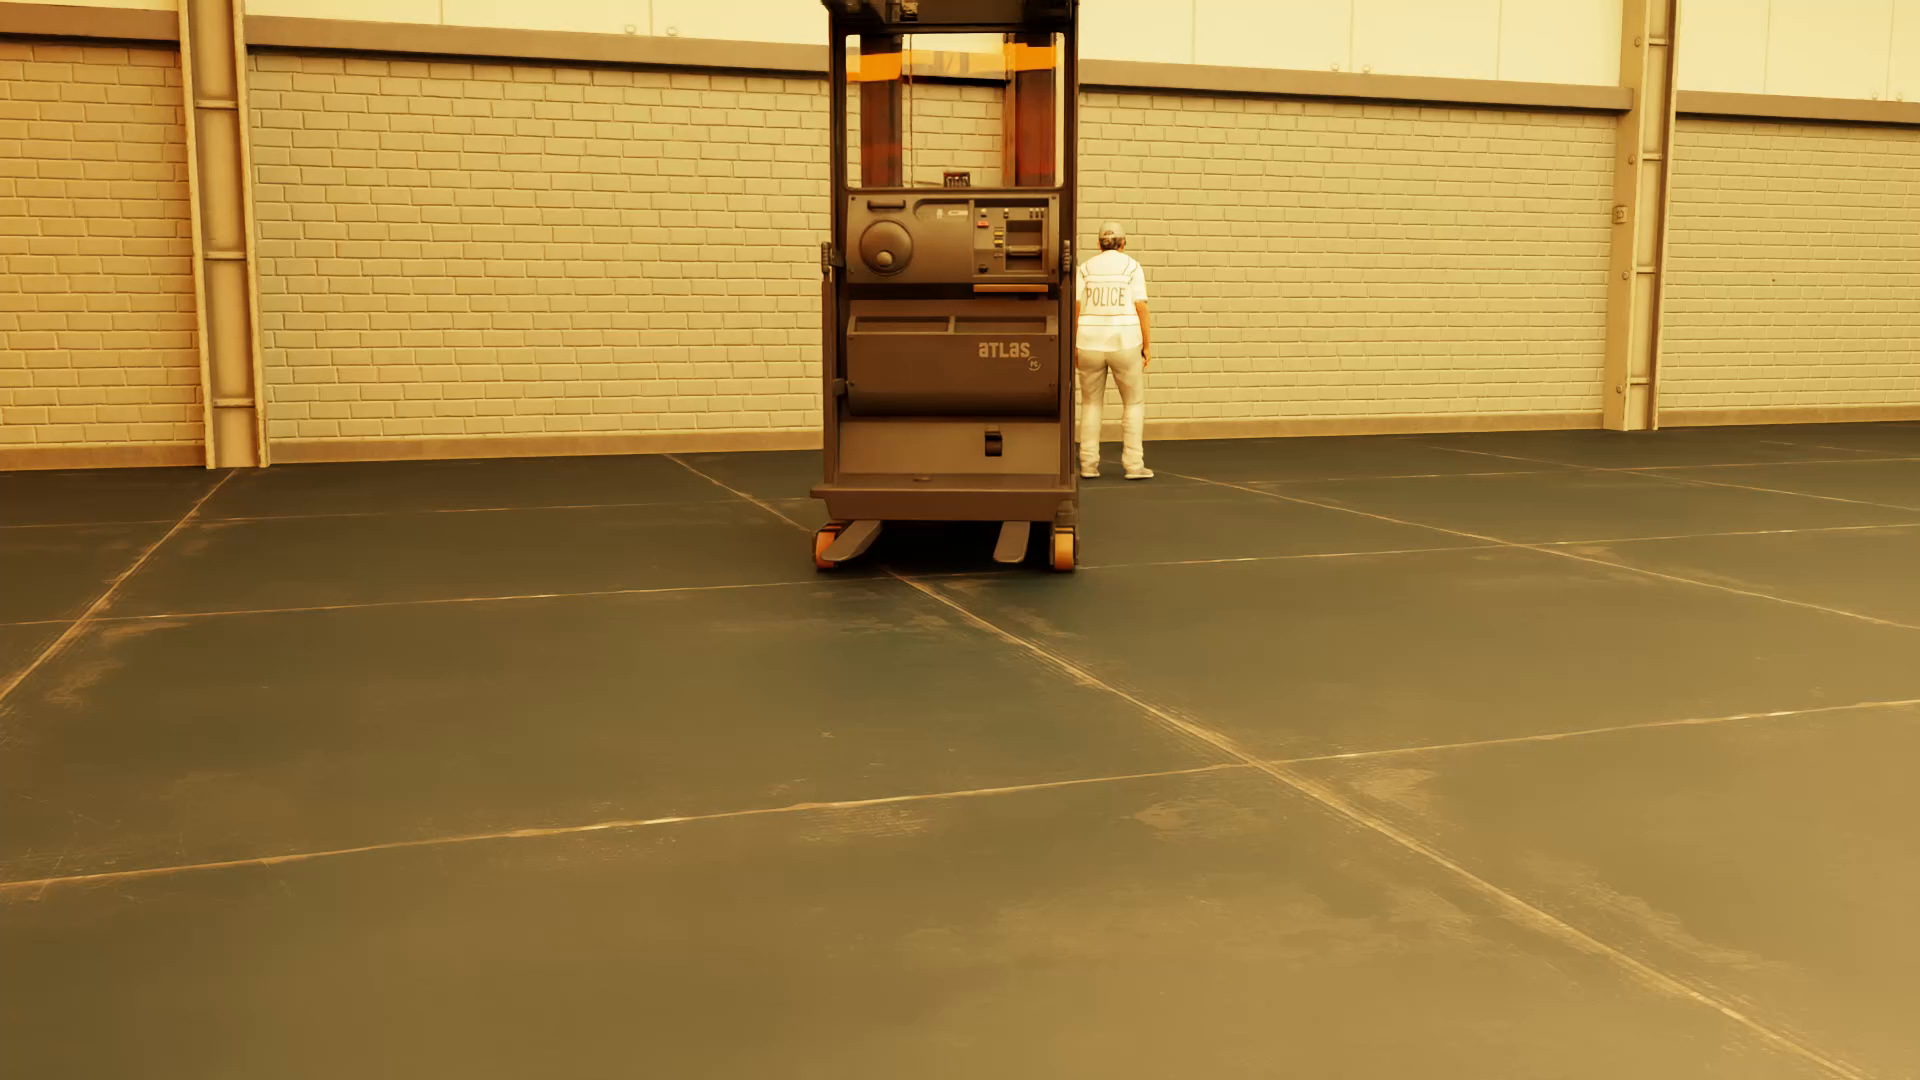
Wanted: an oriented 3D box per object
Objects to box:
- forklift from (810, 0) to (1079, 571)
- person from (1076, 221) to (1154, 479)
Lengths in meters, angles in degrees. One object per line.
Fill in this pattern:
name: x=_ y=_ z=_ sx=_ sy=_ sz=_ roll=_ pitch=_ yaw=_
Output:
forklift: x=-0.043 y=-1.364 z=7.074 sx=1.130 sy=2.935 sz=3.031 roll=0 pitch=8 yaw=4
person: x=0.991 y=-1.232 z=10.825 sx=0.538 sy=1.666 sz=0.456 roll=2 pitch=8 yaw=18
